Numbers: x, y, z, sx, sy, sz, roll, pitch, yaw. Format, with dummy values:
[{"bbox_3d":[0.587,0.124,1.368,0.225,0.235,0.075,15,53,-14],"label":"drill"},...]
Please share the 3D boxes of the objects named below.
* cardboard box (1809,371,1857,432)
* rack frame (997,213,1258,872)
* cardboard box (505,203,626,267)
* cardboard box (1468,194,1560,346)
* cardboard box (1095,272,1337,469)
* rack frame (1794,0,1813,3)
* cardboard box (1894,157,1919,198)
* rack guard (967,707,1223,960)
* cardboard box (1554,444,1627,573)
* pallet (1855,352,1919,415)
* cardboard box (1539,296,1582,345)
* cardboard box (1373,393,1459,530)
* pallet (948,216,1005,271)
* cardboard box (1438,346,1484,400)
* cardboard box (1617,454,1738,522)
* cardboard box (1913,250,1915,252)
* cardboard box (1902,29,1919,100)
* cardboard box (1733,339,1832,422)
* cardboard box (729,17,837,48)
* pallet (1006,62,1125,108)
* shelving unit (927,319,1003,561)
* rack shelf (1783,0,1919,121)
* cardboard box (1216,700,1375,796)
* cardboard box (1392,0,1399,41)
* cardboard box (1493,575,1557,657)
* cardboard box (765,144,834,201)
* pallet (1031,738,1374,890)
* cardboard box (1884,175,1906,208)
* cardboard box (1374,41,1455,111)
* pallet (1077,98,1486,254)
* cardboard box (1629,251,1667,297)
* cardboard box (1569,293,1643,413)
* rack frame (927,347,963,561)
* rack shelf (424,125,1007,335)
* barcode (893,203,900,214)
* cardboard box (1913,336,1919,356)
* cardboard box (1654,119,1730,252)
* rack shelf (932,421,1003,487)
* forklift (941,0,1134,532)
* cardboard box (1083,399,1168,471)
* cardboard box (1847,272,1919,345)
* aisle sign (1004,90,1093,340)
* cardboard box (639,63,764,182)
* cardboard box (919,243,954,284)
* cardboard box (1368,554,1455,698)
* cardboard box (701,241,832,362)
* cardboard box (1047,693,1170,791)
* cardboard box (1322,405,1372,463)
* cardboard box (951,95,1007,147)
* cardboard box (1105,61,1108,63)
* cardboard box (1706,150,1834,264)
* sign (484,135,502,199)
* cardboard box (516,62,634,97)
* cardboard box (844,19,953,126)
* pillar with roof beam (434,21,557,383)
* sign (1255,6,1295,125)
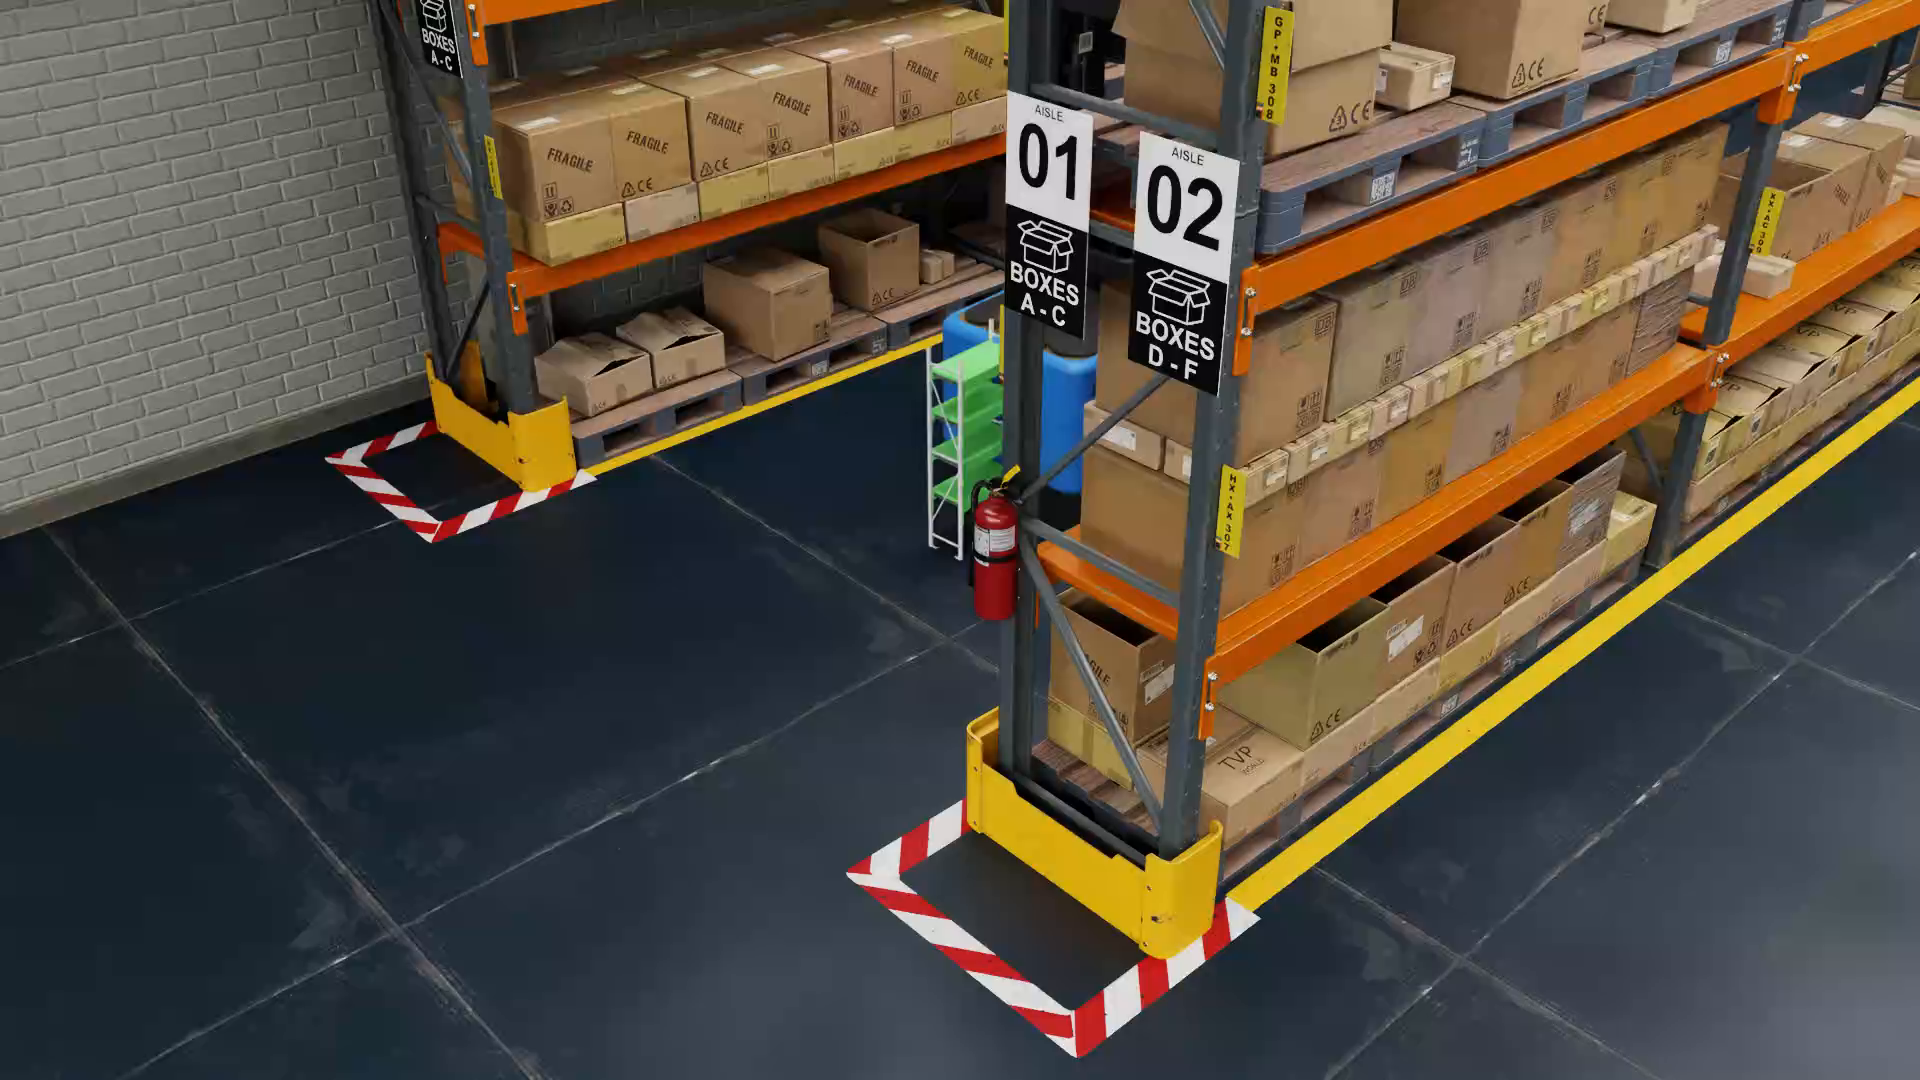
[{"bbox_3d":[5.068,-0.925,10.121,0.500,0.250,0.500,-25,39,-35],"label":"cardboard box"},{"bbox_3d":[0.543,0.094,6.222,0.127,3.000,1.000,-26,40,-35],"label":"rack frame"},{"bbox_3d":[-2.254,-1.796,9.437,0.500,0.250,0.500,-27,41,-37],"label":"cardboard box"},{"bbox_3d":[2.051,-1.228,7.043,0.500,0.500,0.700,-26,40,-35],"label":"cardboard box"},{"bbox_3d":[0.933,-0.682,6.151,0.500,0.500,0.700,-26,40,-35],"label":"cardboard box"},{"bbox_3d":[3.476,-3.885,6.977,0.127,3.000,1.000,-26,40,-35],"label":"rack frame"},{"bbox_3d":[5.937,-2.212,10.233,0.250,0.149,0.380,-26,40,-35],"label":"cardboard box"},{"bbox_3d":[0.525,1.168,6.860,0.348,0.500,1.175,-26,40,-35],"label":"rack guard"},{"bbox_3d":[2.910,-0.230,8.266,0.500,0.500,0.500,-26,40,-35],"label":"cardboard box"},{"bbox_3d":[5.779,-1.277,11.137,1.213,0.211,1.003,-26,40,-35],"label":"pallet"},{"bbox_3d":[2.490,-1.016,7.319,0.250,0.149,0.380,-25,39,-34],"label":"cardboard box"},{"bbox_3d":[1.644,-0.472,7.050,0.500,0.500,0.700,-26,40,-35],"label":"cardboard box"},{"bbox_3d":[0.675,-2.306,12.819,1.213,0.211,1.003,-26,40,-35],"label":"pallet"},{"bbox_3d":[1.920,-0.740,6.868,0.250,0.149,0.380,-26,40,-36],"label":"cardboard box"},{"bbox_3d":[3.940,-0.380,9.229,0.500,0.250,0.500,-27,40,-37],"label":"cardboard box"},{"bbox_3d":[6.935,-2.287,12.089,0.500,0.500,0.500,-24,39,-34],"label":"cardboard box"},{"bbox_3d":[6.794,-3.232,11.162,0.700,0.500,0.500,15,35,23],"label":"cardboard box"},{"bbox_3d":[4.698,-0.982,9.675,0.500,0.311,0.500,-27,41,-37],"label":"cardboard box"},{"bbox_3d":[-1.133,-3.040,10.752,0.500,0.500,0.500,-25,39,-34],"label":"cardboard box"},{"bbox_3d":[0.764,-3.353,12.041,1.213,0.211,1.003,-26,40,-35],"label":"pallet"},{"bbox_3d":[0.085,-0.533,8.972,0.258,1.200,0.503,25,40,35],"label":"shelving unit"},{"bbox_3d":[4.943,-3.007,9.107,4.000,0.370,1.077,-26,40,-35],"label":"rack shelf"},{"bbox_3d":[1.451,0.804,7.294,0.500,0.250,0.500,-26,40,-35],"label":"cardboard box"},{"bbox_3d":[1.616,-2.094,6.472,0.500,0.311,0.500,-21,37,-30],"label":"cardboard box"},{"bbox_3d":[2.555,0.273,8.161,0.500,0.250,0.500,-26,40,-35],"label":"cardboard box"},{"bbox_3d":[-1.133,-2.343,10.331,0.500,0.250,0.500,-25,40,-35],"label":"cardboard box"},{"bbox_3d":[1.075,0.996,7.419,1.213,0.211,1.003,-26,40,-35],"label":"pallet"},{"bbox_3d":[5.512,-2.163,10.153,0.250,0.149,0.380,-23,38,-32],"label":"cardboard box"},{"bbox_3d":[1.525,-1.668,5.931,0.250,0.149,0.380,-26,40,-35],"label":"cardboard box"},{"bbox_3d":[1.079,-1.389,5.856,1.213,0.211,1.003,-26,40,-35],"label":"pallet"},{"bbox_3d":[3.049,-1.285,7.759,0.250,0.149,0.380,-27,41,-37],"label":"cardboard box"},{"bbox_3d":[2.773,-1.019,7.945,0.500,0.500,0.700,-26,40,-36],"label":"cardboard box"},{"bbox_3d":[-0.079,-0.439,8.818,0.240,1.200,0.015,25,40,35],"label":"rack frame"},{"bbox_3d":[-1.361,-2.203,10.666,4.000,0.370,1.077,-26,40,-35],"label":"rack shelf"},{"bbox_3d":[-0.454,-2.377,11.930,0.075,0.075,0.001,-26,40,-35],"label":"barcode"},{"bbox_3d":[6.189,-1.470,11.012,0.500,0.250,0.500,-25,39,-34],"label":"cardboard box"},{"bbox_3d":[3.155,-1.762,7.916,0.500,0.500,0.700,-26,40,-35],"label":"cardboard box"},{"bbox_3d":[0.085,-0.479,9.005,0.258,0.148,0.480,25,40,35],"label":"rack shelf"},{"bbox_3d":[1.246,-1.976,9.672,1.130,2.935,3.031,25,39,35],"label":"forklift"},{"bbox_3d":[0.693,-0.434,6.367,0.250,0.149,0.380,-27,40,-36],"label":"cardboard box"},{"bbox_3d":[5.816,-1.523,10.560,0.500,0.311,0.500,-27,40,-36],"label":"cardboard box"},{"bbox_3d":[0.295,-1.105,5.689,0.004,0.787,0.394,-26,40,-35],"label":"aisle sign"},{"bbox_3d":[-1.521,-2.471,9.822,0.500,0.500,0.500,-27,41,-37],"label":"cardboard box"},{"bbox_3d":[-0.267,-1.997,11.934,0.380,0.166,0.250,23,38,33],"label":"cardboard box"},{"bbox_3d":[1.811,0.302,7.395,0.500,0.500,0.500,-26,40,-35],"label":"cardboard box"},{"bbox_3d":[-1.270,-1.576,10.926,0.700,0.500,0.500,26,40,36],"label":"cardboard box"},{"bbox_3d":[0.735,0.784,7.325,0.500,0.250,0.500,-26,40,-35],"label":"cardboard box"},{"bbox_3d":[1.353,-0.465,6.418,0.250,0.149,0.380,-26,40,-35],"label":"cardboard box"},{"bbox_3d":[-0.036,-2.880,11.208,0.500,0.250,0.500,-26,40,-35],"label":"cardboard box"},{"bbox_3d":[0.916,-3.812,12.092,0.500,0.500,0.700,-21,37,-31],"label":"cardboard box"},{"bbox_3d":[4.436,-1.821,9.257,0.500,0.500,0.500,-23,38,-32],"label":"cardboard box"},{"bbox_3d":[-2.459,-1.962,8.753,0.005,0.325,0.100,-26,40,-35],"label":"sign"},{"bbox_3d":[-2.251,-2.488,9.849,0.500,0.500,0.500,-25,39,-35],"label":"cardboard box"},{"bbox_3d":[-0.393,-3.018,10.716,0.500,0.500,0.500,-26,40,-36],"label":"cardboard box"},{"bbox_3d":[0.024,-3.292,6.008,0.400,9.000,9.100,-26,40,-35],"label":"pillar with roof beam"},{"bbox_3d":[0.916,-1.378,4.840,0.005,0.325,0.100,-26,40,-35],"label":"sign"}]
